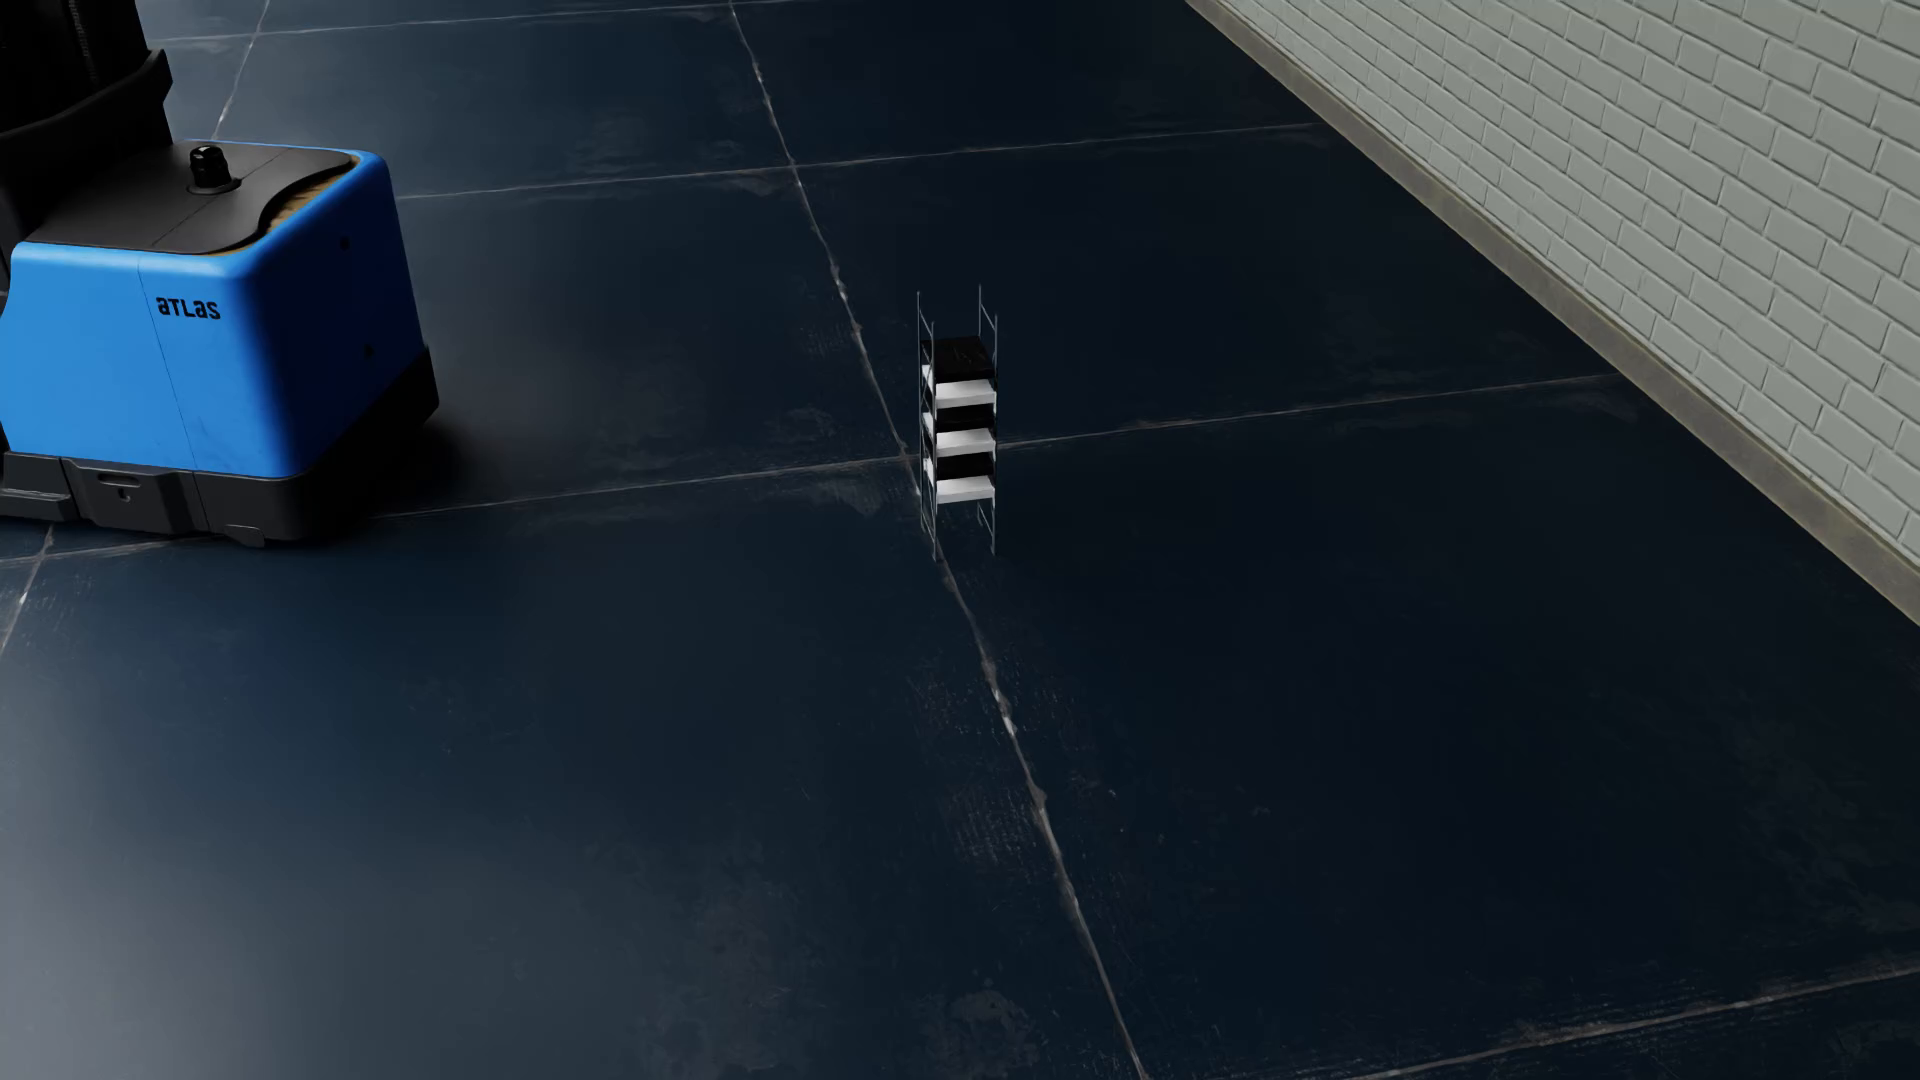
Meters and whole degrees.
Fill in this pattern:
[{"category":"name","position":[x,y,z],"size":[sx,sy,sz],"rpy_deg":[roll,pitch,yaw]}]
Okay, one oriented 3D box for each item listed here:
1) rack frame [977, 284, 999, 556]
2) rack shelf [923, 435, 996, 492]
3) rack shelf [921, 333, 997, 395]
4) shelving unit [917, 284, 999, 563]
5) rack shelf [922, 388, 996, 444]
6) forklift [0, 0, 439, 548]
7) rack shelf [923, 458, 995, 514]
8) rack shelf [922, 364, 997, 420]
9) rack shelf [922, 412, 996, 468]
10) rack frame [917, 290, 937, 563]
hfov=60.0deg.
[{"category":"rack frame","position":[0.091,-0.385,5.516],"size":[0.006,0.900,0.240],"rpy_deg":[-7,35,-11]},{"category":"rack shelf","position":[-0.008,-0.270,5.566],"size":[0.200,0.077,0.258],"rpy_deg":[-7,35,-11]},{"category":"rack shelf","position":[-0.008,-0.569,5.366],"size":[0.200,0.077,0.258],"rpy_deg":[-7,35,-11]},{"category":"shelving unit","position":[-0.008,-0.373,5.498],"size":[0.210,0.900,0.258],"rpy_deg":[-7,35,-11]},{"category":"rack shelf","position":[-0.008,-0.420,5.466],"size":[0.200,0.077,0.258],"rpy_deg":[-7,35,-11]},{"category":"forklift","position":[-3.570,-1.586,5.483],"size":[3.031,2.935,1.130],"rpy_deg":[6,34,9]},{"category":"rack shelf","position":[-0.008,-0.196,5.617],"size":[0.200,0.077,0.258],"rpy_deg":[-7,35,-11]},{"category":"rack shelf","position":[-0.008,-0.494,5.416],"size":[0.200,0.077,0.258],"rpy_deg":[-7,35,-11]},{"category":"rack shelf","position":[-0.008,-0.345,5.516],"size":[0.200,0.077,0.258],"rpy_deg":[-7,35,-11]},{"category":"rack frame","position":[-0.107,-0.360,5.479],"size":[0.006,0.900,0.240],"rpy_deg":[-7,35,-11]}]
